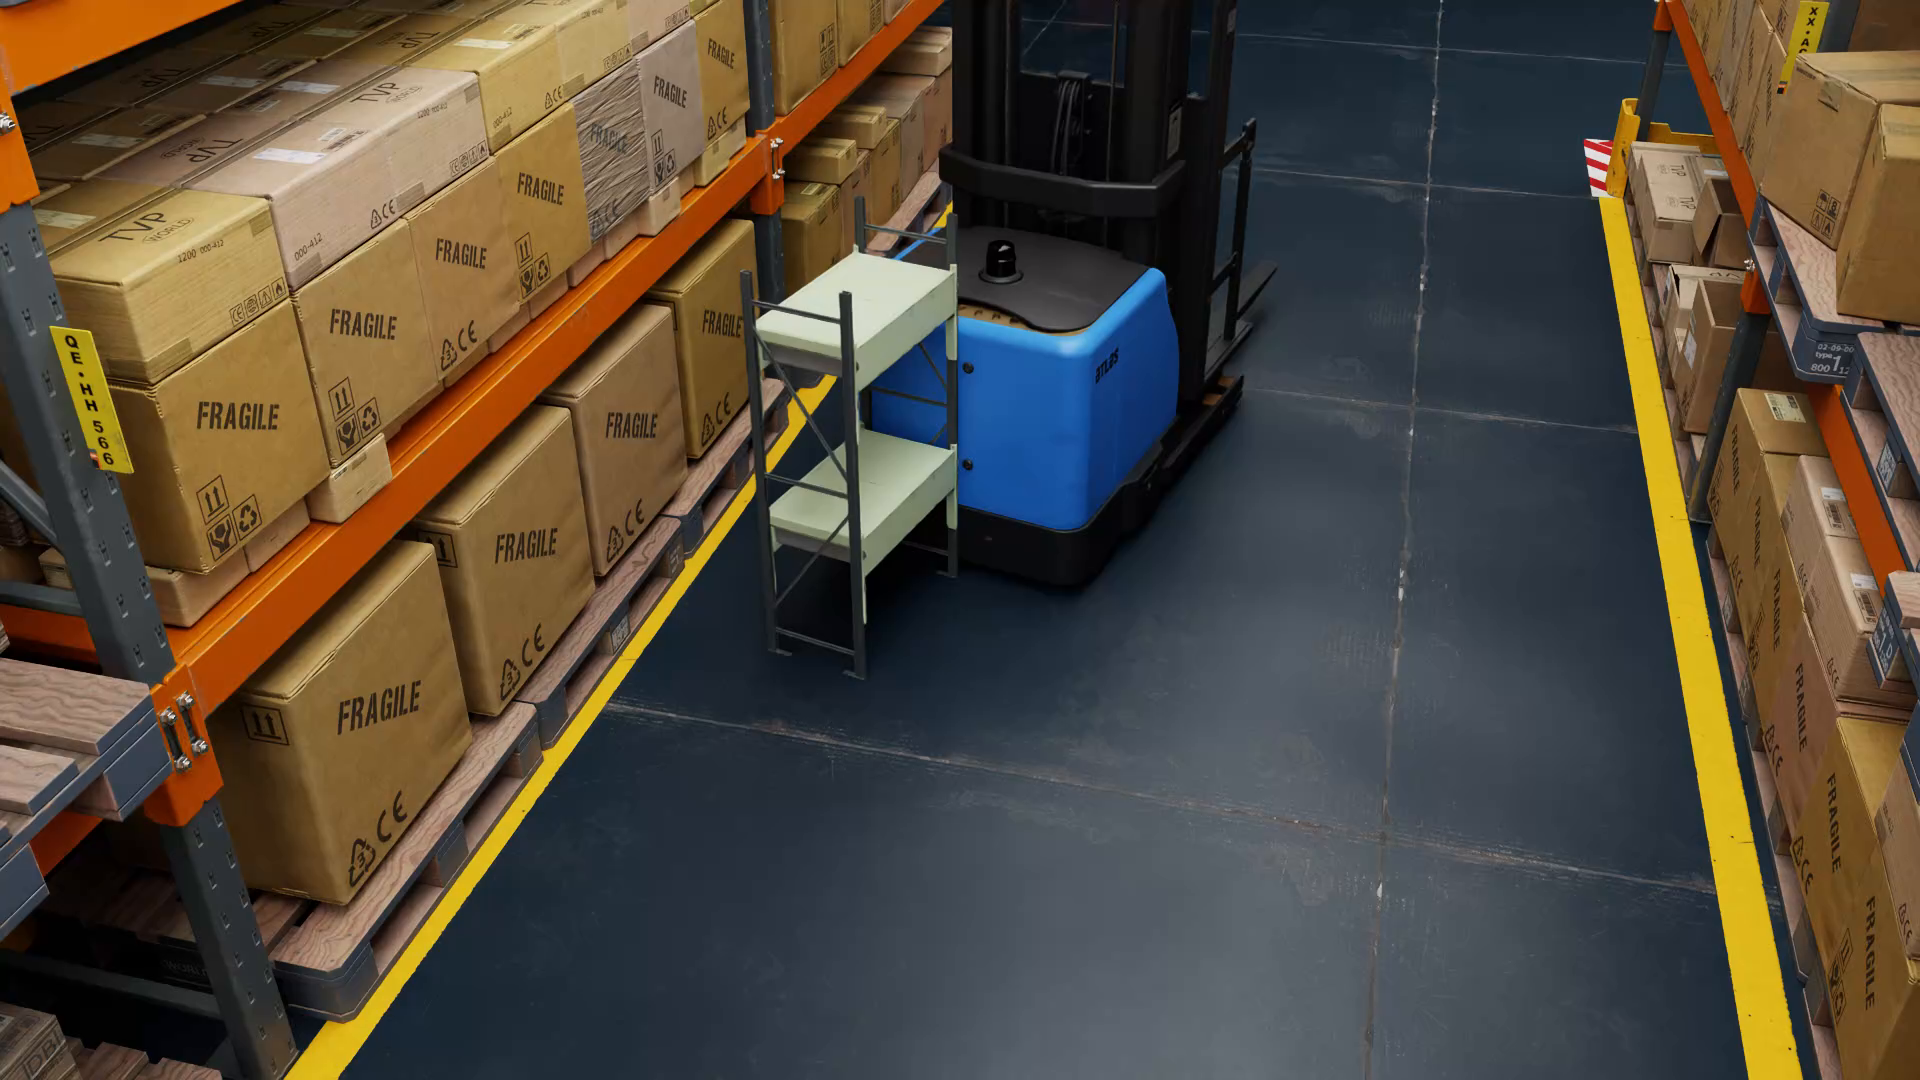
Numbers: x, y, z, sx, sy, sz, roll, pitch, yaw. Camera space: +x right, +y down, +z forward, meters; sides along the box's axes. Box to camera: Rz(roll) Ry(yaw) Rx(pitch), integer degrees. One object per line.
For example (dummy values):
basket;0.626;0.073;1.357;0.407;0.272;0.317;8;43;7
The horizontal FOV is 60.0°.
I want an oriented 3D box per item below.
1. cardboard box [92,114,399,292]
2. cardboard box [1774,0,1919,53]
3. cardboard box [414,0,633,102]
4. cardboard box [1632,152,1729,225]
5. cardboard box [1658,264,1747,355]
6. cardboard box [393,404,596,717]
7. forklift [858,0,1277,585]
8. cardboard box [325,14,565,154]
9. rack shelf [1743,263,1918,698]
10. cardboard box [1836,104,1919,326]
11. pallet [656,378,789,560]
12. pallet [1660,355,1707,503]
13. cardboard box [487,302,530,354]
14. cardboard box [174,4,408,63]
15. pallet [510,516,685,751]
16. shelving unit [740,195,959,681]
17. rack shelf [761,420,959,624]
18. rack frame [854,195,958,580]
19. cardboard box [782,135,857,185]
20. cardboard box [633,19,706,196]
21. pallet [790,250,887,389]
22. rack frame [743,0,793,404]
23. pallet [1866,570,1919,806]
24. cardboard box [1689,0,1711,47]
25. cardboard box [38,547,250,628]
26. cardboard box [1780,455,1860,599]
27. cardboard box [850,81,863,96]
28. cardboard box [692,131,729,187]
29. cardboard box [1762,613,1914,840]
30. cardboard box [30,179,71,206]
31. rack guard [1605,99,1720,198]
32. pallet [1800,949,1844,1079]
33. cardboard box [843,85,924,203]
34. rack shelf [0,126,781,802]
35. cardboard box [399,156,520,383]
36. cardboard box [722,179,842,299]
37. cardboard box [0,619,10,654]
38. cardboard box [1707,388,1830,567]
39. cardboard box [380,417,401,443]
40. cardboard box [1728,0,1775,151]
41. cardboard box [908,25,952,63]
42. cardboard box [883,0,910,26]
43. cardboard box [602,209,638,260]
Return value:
cardboard box;-1.800;-0.868;4.232;0.500;0.250;0.500;8;33;12
cardboard box;3.386;-2.061;6.171;0.500;0.500;0.500;8;33;13
cardboard box;-1.424;-1.659;5.475;0.500;0.250;0.500;9;33;13
cardboard box;3.983;-1.897;9.092;0.500;0.250;0.500;8;33;12
cardboard box;3.568;-1.074;7.740;0.500;0.311;0.500;8;33;12
cardboard box;-1.758;0.016;5.541;0.750;0.750;0.750;8;33;12
forklift;0.655;-1.834;6.904;1.130;2.935;3.031;15;35;22
cardboard box;-1.553;-1.394;5.059;0.500;0.250;0.500;7;33;11
rack shelf;3.000;0.042;4.559;1.077;0.370;4.000;8;33;12
cardboard box;3.058;-0.938;4.945;0.700;0.500;0.500;13;35;20
pallet;-1.408;-0.385;7.158;1.003;0.211;1.213;8;33;12
pallet;3.683;-0.479;7.307;1.003;0.211;1.213;8;33;12
cardboard box;-1.614;-0.735;5.326;0.380;0.149;0.250;8;33;13
cardboard box;-2.039;-1.458;5.159;0.500;0.250;0.500;7;33;11
pallet;-1.715;0.251;6.159;1.003;0.211;1.213;8;33;12
shelving unit;-0.355;-0.355;5.910;0.431;1.500;0.755;15;35;22
rack shelf;-0.355;-0.080;6.085;0.431;0.370;0.720;15;35;22
rack frame;-0.190;-0.530;6.186;0.400;1.500;0.023;15;35;22
cardboard box;-0.732;-1.895;8.269;0.380;0.149;0.250;9;34;14
cardboard box;-1.278;-1.608;6.095;0.500;0.500;0.500;8;33;13
pallet;-1.016;-1.179;8.408;1.003;0.211;1.213;8;33;12
rack frame;-1.285;-1.972;7.056;1.000;3.000;0.127;8;33;12
pallet;2.597;0.496;3.353;1.213;0.211;1.003;8;33;12
cardboard box;3.899;-2.694;8.099;0.500;0.500;0.500;8;33;12
cardboard box;-1.992;0.062;4.072;0.380;0.149;0.250;8;33;12
cardboard box;2.895;-0.010;5.191;0.500;0.250;0.500;8;33;12
cardboard box;-0.768;-2.634;9.431;0.380;0.149;0.250;8;33;13
cardboard box;-1.138;-1.526;6.570;0.380;0.149;0.250;9;33;13
cardboard box;2.762;0.586;4.951;0.500;0.500;0.500;7;33;11
cardboard box;-2.436;-0.660;3.903;0.500;0.250;0.500;9;34;14
rack guard;4.503;-2.281;9.872;1.175;0.500;0.348;8;33;12
pallet;2.719;1.571;4.082;1.003;0.211;1.213;8;33;12
cardboard box;-0.605;-2.272;9.467;0.700;0.500;0.500;7;33;11
rack shelf;-1.792;-0.631;5.616;1.077;0.370;4.000;8;33;12
cardboard box;-1.660;-0.818;4.851;0.500;0.500;0.500;8;33;12
cardboard box;-0.996;-1.468;8.202;0.700;0.500;0.500;8;33;13
cardboard box;-2.410;0.121;3.260;0.700;0.500;0.500;4;33;7
cardboard box;3.149;-0.212;6.208;0.500;0.500;0.500;7;33;10
cardboard box;-1.826;-0.341;4.706;0.380;0.149;0.250;8;33;12
cardboard box;3.516;-1.904;6.855;0.500;0.500;0.500;9;34;14
cardboard box;-0.207;-2.975;9.968;0.380;0.149;0.250;8;33;12
cardboard box;-0.766;-3.135;8.606;0.980;0.700;0.700;6;33;10
cardboard box;-1.384;-1.135;5.955;0.380;0.149;0.250;8;33;12
